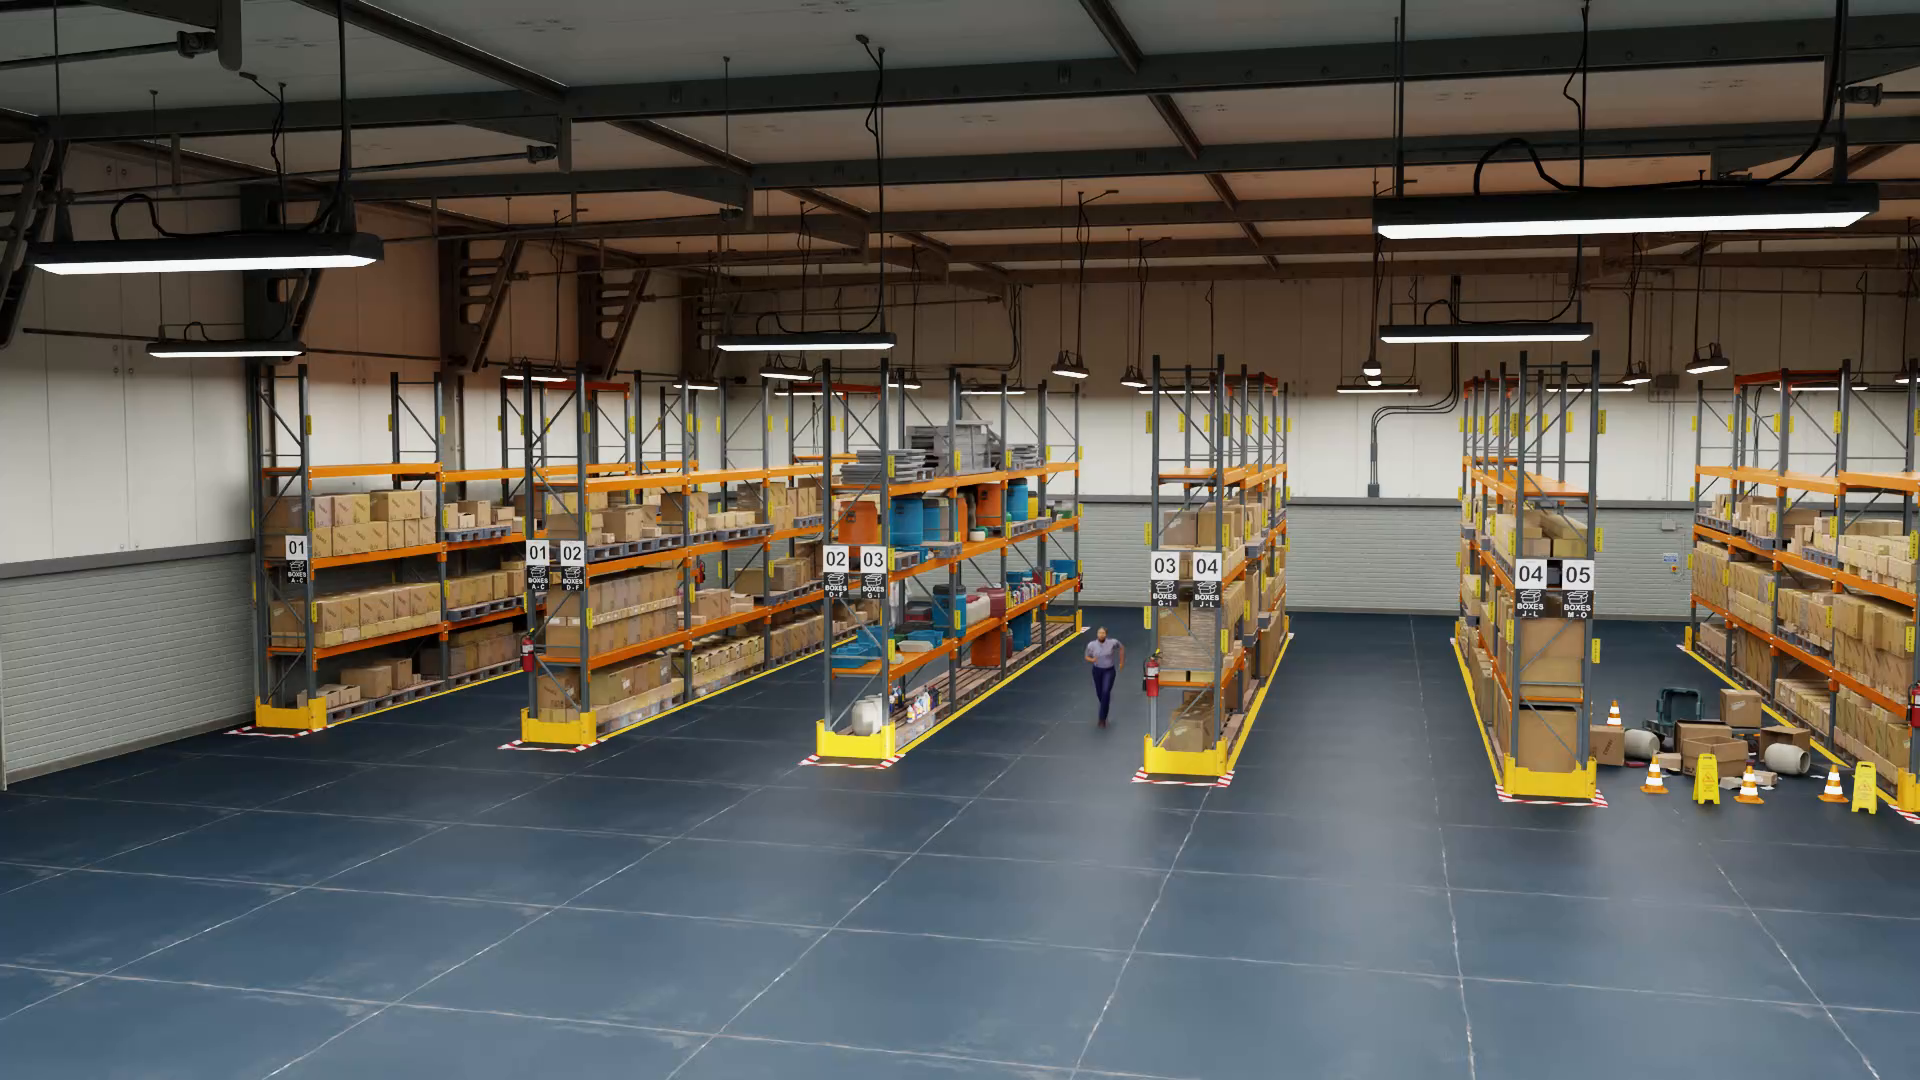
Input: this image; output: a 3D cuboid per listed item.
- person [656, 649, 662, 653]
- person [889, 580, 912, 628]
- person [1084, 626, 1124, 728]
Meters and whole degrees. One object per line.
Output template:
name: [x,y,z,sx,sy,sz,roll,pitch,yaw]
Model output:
person: [-6.403,1.731,34.807,0.672,1.824,0.764,0,4,2]
person: [-1.420,1.512,38.029,0.656,1.772,0.800,1,4,14]
person: [2.411,2.274,27.870,0.627,1.694,0.867,1,4,14]
